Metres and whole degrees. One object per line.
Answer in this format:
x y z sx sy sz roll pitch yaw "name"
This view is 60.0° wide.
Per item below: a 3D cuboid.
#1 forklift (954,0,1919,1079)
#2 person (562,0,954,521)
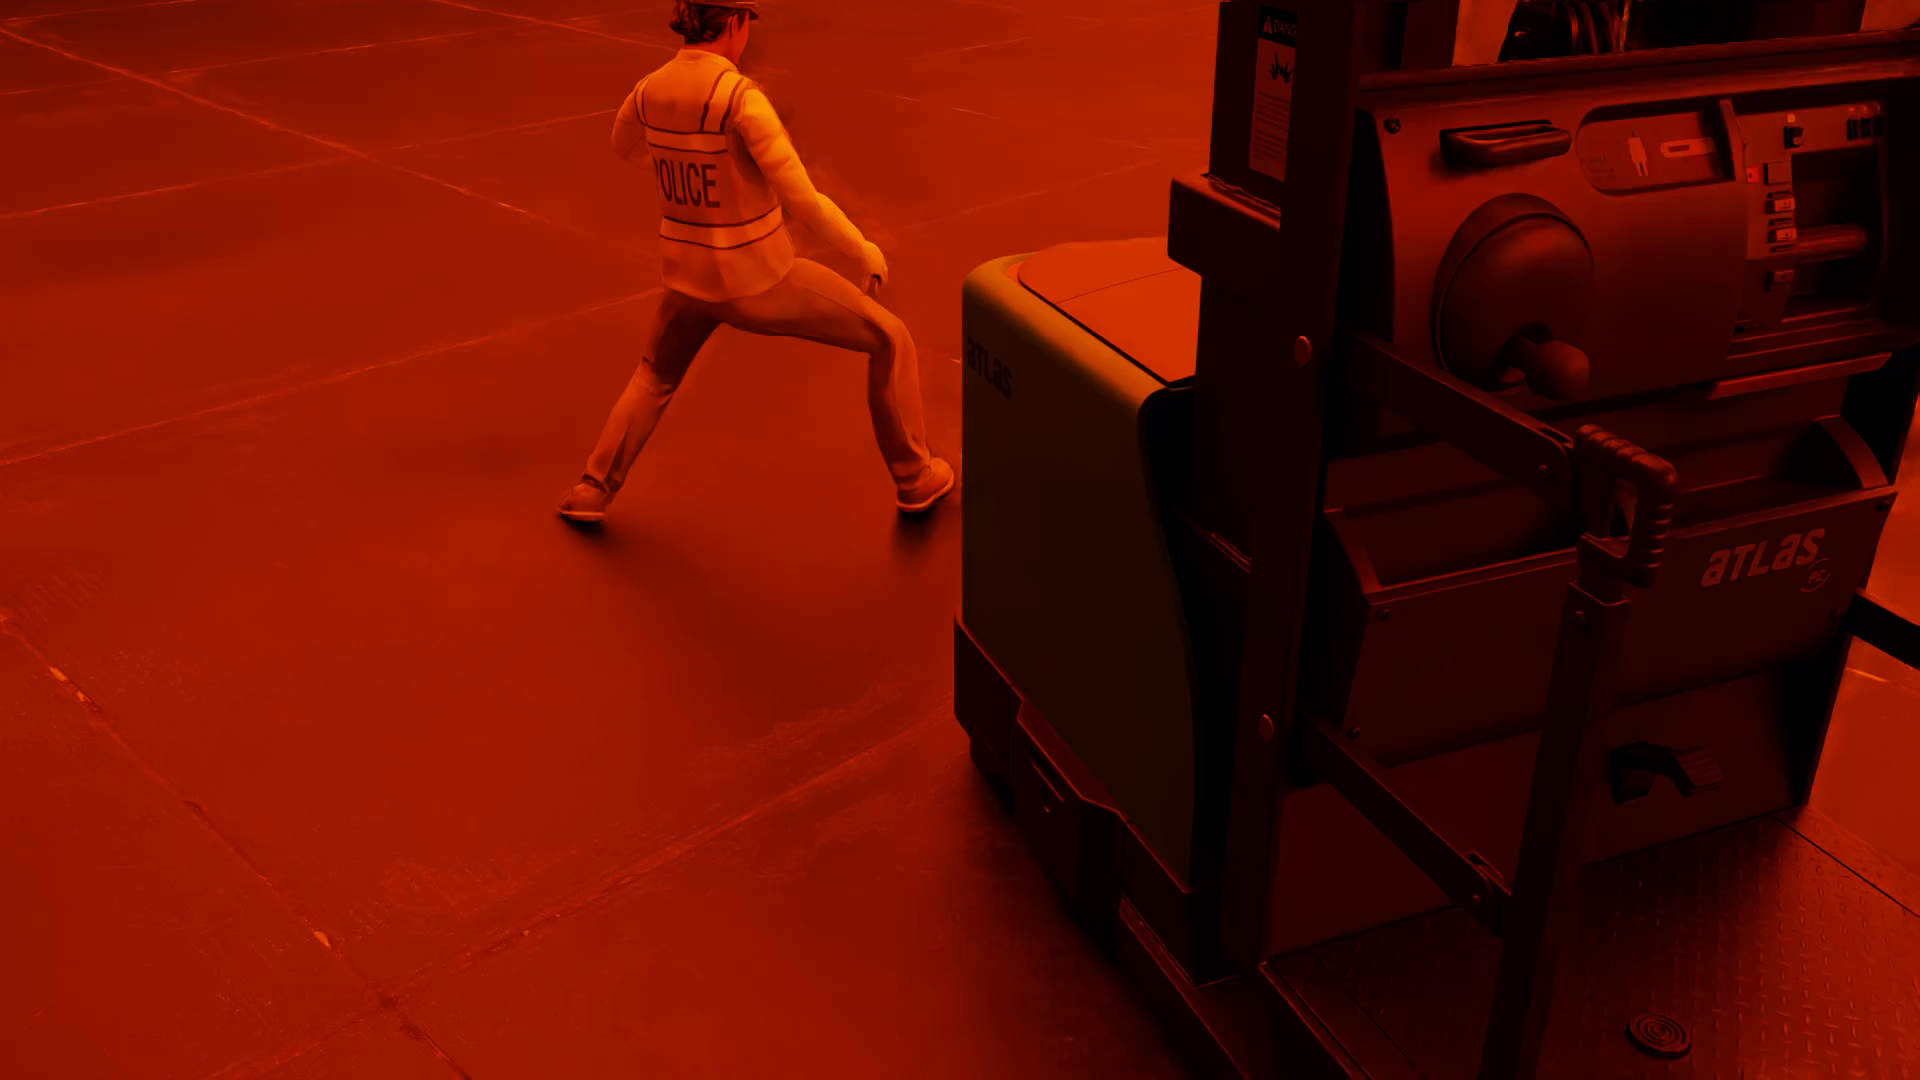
1.014 -0.376 1.979 1.130 2.935 3.031 -10 28 -20 "forklift"
-0.585 -0.753 4.434 0.927 1.531 0.865 19 32 33 "person"
